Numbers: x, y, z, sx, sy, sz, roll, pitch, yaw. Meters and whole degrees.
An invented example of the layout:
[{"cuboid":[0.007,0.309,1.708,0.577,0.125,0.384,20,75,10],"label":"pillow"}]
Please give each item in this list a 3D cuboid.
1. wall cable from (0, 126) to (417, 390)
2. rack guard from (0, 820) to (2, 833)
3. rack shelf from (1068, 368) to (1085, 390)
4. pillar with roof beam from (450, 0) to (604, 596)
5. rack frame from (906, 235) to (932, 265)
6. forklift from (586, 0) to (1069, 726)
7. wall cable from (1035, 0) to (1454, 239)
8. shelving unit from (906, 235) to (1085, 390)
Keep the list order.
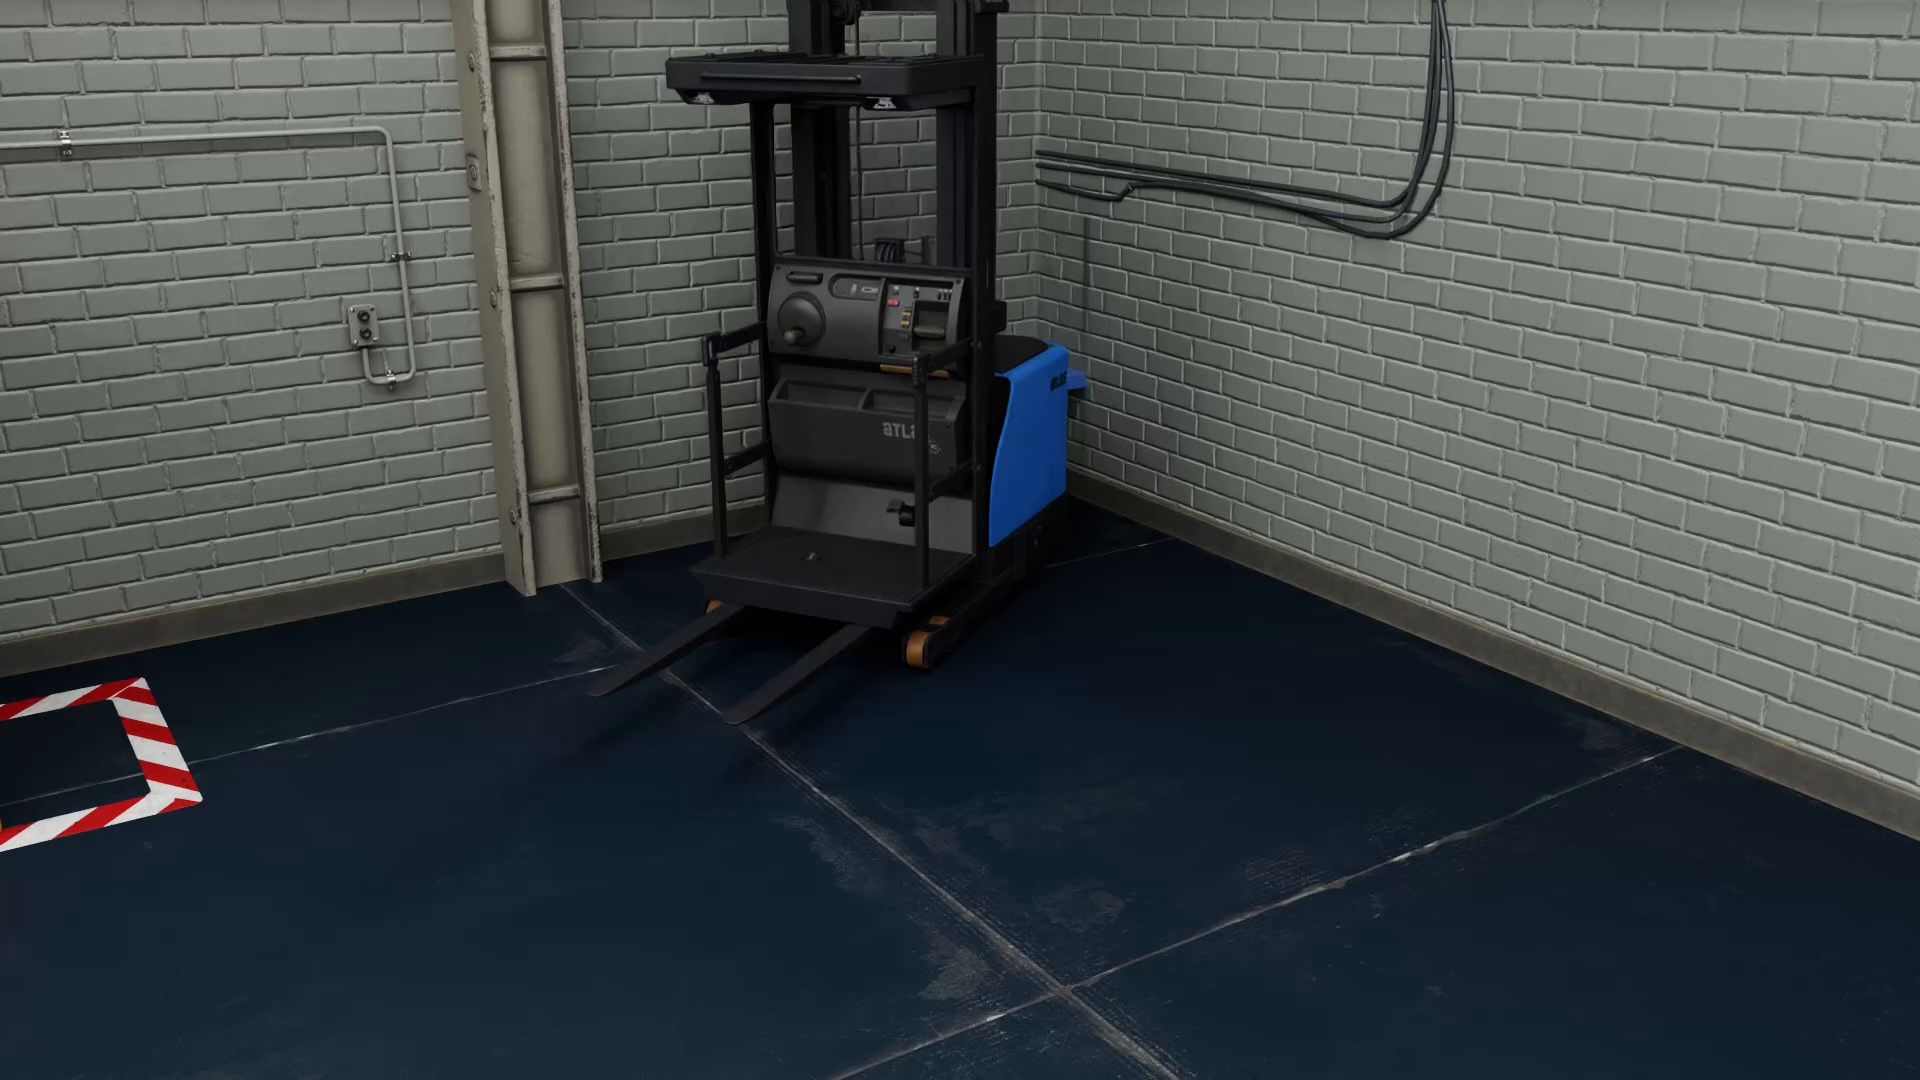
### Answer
[{"cuboid":[-3.225,-1.480,6.851,1.851,1.984,0.084,-12,22,-31],"label":"wall cable"},{"cuboid":[-3.754,0.660,6.011,0.348,0.500,1.175,-12,22,-31],"label":"rack guard"},{"cuboid":[0.168,-0.833,9.242,1.000,0.185,0.538,-12,21,-28],"label":"rack shelf"},{"cuboid":[0.373,-2.917,3.323,0.400,9.000,9.100,-12,22,-31],"label":"pillar with roof beam"},{"cuboid":[-0.273,-0.911,8.943,0.032,1.500,0.500,-12,21,-28],"label":"rack frame"},{"cuboid":[-0.504,-0.991,7.100,1.130,2.935,3.031,8,20,23],"label":"forklift"},{"cuboid":[1.146,-2.791,7.799,0.112,2.526,3.097,-12,22,-31],"label":"wall cable"},{"cuboid":[0.165,-1.003,9.185,1.048,1.500,0.538,-12,21,-28],"label":"shelving unit"}]
